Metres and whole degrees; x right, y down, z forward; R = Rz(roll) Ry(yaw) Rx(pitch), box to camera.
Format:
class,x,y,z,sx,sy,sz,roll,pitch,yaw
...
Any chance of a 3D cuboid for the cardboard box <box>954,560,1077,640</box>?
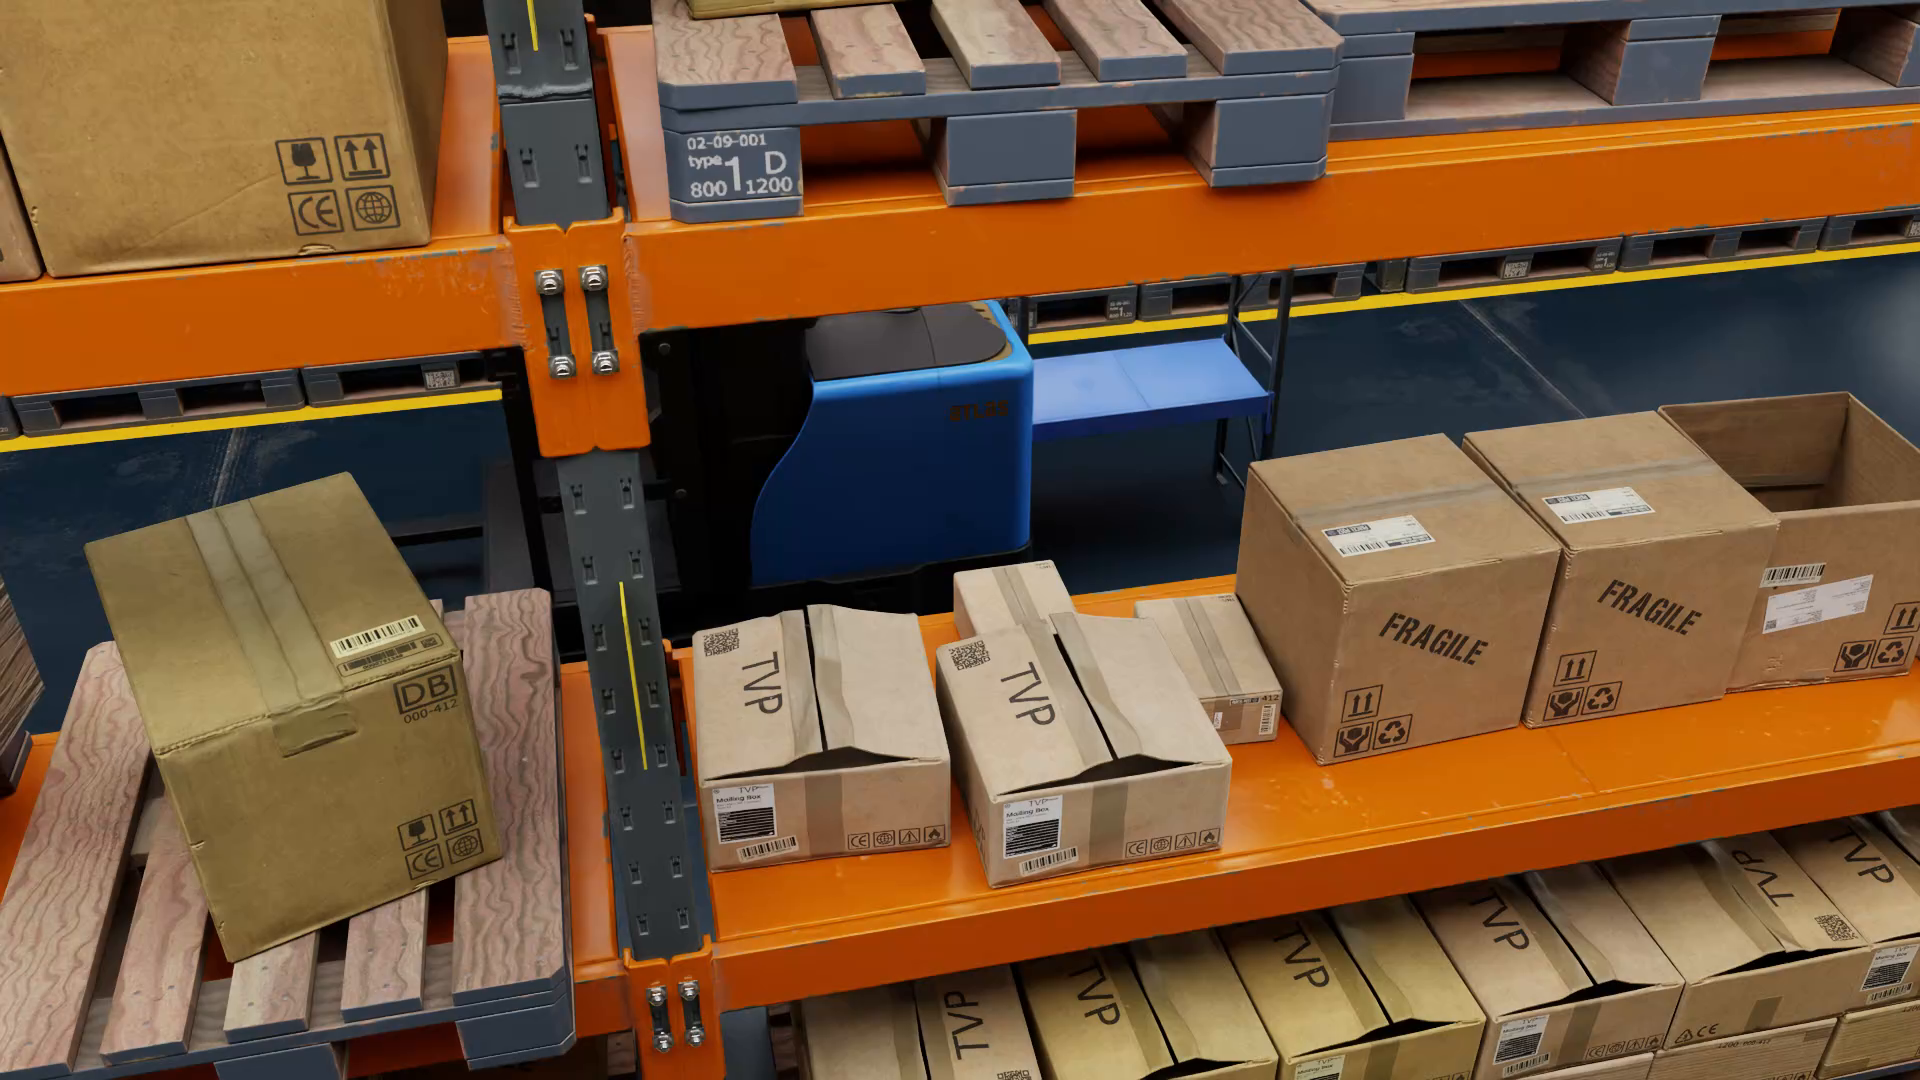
class,x,y,z,sx,sy,sz,roll,pitch,yaw
cardboard box,0.147,0.224,3.949,0.250,0.149,0.380,-7,35,-11

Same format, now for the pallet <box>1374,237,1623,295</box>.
class,x,y,z,sx,sy,sz,roll,pitch,yaw
pallet,2.807,-1.706,9.102,1.213,0.211,1.003,-7,35,-11

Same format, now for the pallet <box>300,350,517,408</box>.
class,x,y,z,sx,sy,sz,roll,pitch,yaw
pallet,-2.518,-1.034,8.102,1.213,0.211,1.003,-7,35,-11

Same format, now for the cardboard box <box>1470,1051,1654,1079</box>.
class,x,y,z,sx,sy,sz,roll,pitch,yaw
cardboard box,1.402,1.251,4.284,0.500,0.250,0.500,-6,34,-10

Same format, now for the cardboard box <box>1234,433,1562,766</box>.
class,x,y,z,sx,sy,sz,roll,pitch,yaw
cardboard box,0.964,0.124,3.783,0.500,0.500,0.500,-9,35,-13

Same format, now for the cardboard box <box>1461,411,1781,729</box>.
class,x,y,z,sx,sy,sz,roll,pitch,yaw
cardboard box,1.477,0.059,3.880,0.500,0.500,0.500,-7,35,-10

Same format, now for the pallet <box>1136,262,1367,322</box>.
class,x,y,z,sx,sy,sz,roll,pitch,yaw
pallet,1.386,-1.528,8.838,1.213,0.211,1.003,-7,35,-11

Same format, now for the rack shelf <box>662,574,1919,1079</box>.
class,x,y,z,sx,sy,sz,roll,pitch,yaw
rack shelf,1.281,0.434,4.057,4.000,0.370,1.077,-7,35,-11

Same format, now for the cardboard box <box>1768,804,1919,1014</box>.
class,x,y,z,sx,sy,sz,roll,pitch,yaw
cardboard box,2.394,0.897,4.310,0.500,0.311,0.500,-6,34,-9

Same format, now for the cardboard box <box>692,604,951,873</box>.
class,x,y,z,sx,sy,sz,roll,pitch,yaw
cardboard box,-0.305,0.397,3.547,0.500,0.311,0.500,-5,34,-8

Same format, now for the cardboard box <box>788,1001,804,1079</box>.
class,x,y,z,sx,sy,sz,roll,pitch,yaw
cardboard box,-0.210,1.151,4.434,0.500,0.250,0.500,-6,34,-9

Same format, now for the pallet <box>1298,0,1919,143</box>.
class,x,y,z,sx,sy,sz,roll,pitch,yaw
pallet,1.063,-1.057,3.111,1.213,0.211,1.003,-6,34,-8

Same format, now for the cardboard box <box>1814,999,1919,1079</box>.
class,x,y,z,sx,sy,sz,roll,pitch,yaw
cardboard box,2.398,1.126,4.471,0.500,0.250,0.500,-8,35,-11

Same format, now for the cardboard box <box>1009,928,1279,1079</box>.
class,x,y,z,sx,sy,sz,roll,pitch,yaw
cardboard box,0.417,1.141,3.945,0.500,0.311,0.500,-8,35,-12

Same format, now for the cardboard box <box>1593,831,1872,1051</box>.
class,x,y,z,sx,sy,sz,roll,pitch,yaw
cardboard box,1.907,0.957,4.220,0.500,0.311,0.500,-7,35,-11

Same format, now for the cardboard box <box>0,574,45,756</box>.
class,x,y,z,sx,sy,sz,roll,pitch,yaw
cardboard box,-2.193,0.312,3.126,0.500,0.500,0.700,-1,34,-2

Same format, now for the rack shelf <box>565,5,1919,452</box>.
class,x,y,z,sx,sy,sz,roll,pitch,yaw
rack shelf,1.281,-0.812,3.222,4.000,0.370,1.077,-7,35,-11

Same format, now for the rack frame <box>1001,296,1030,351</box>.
class,x,y,z,sx,sy,sz,roll,pitch,yaw
rack frame,0.175,-0.647,6.368,0.032,1.500,0.500,-8,35,-11

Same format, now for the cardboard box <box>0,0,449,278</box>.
class,x,y,z,sx,sy,sz,roll,pitch,yaw
cardboard box,-1.087,-0.834,2.520,0.500,0.500,0.910,-7,35,-11

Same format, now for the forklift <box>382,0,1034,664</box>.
class,x,y,z,sx,sy,sz,roll,pitch,yaw
forklift,-1.301,-1.011,5.626,3.031,2.935,1.130,-8,35,-11

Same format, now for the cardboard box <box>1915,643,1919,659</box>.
class,x,y,z,sx,sy,sz,roll,pitch,yaw
cardboard box,2.415,0.153,3.951,0.258,0.266,0.396,-8,35,-12

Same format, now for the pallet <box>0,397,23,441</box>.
class,x,y,z,sx,sy,sz,roll,pitch,yaw
pallet,-4.898,-0.734,7.655,1.213,0.211,1.003,-7,35,-11

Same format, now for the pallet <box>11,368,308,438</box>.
class,x,y,z,sx,sy,sz,roll,pitch,yaw
pallet,-3.706,-0.886,7.881,1.213,0.211,1.003,-7,35,-11

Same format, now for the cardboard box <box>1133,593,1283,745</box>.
class,x,y,z,sx,sy,sz,roll,pitch,yaw
cardboard box,0.562,0.298,3.840,0.250,0.149,0.380,-5,34,-7

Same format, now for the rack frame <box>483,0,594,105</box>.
class,x,y,z,sx,sy,sz,roll,pitch,yaw
rack frame,-0.669,-2.110,1.819,0.127,3.000,1.000,-7,35,-11

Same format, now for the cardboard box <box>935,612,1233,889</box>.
class,x,y,z,sx,sy,sz,roll,pitch,yaw
cardboard box,0.246,0.413,3.522,0.500,0.311,0.500,-8,35,-11

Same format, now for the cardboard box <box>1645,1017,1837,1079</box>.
class,x,y,z,sx,sy,sz,roll,pitch,yaw
cardboard box,1.899,1.189,4.377,0.500,0.250,0.500,-6,34,-9

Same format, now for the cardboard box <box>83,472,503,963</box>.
class,x,y,z,sx,sy,sz,roll,pitch,yaw
cardboard box,-1.259,0.304,3.139,0.500,0.500,0.700,-19,38,-26

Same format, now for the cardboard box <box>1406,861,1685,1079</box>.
class,x,y,z,sx,sy,sz,roll,pitch,yaw
cardboard box,1.416,1.016,4.131,0.500,0.311,0.500,-8,35,-11

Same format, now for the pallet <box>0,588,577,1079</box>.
class,x,y,z,sx,sy,sz,roll,pitch,yaw
pallet,-1.315,0.582,3.363,1.003,0.211,1.213,-7,35,-11

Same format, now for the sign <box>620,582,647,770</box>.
class,x,y,z,sx,sy,sz,roll,pitch,yaw
sign,-0.540,0.227,2.752,0.005,0.325,0.100,-7,35,-11

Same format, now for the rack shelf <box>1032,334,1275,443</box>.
class,x,y,z,sx,sy,sz,roll,pitch,yaw
rack shelf,0.669,-0.565,6.568,1.000,0.185,0.538,-8,35,-11

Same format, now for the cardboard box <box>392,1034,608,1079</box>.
class,x,y,z,sx,sy,sz,roll,pitch,yaw
cardboard box,-1.176,1.137,4.213,0.500,0.500,0.500,-6,34,-9

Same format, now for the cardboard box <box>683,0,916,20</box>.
class,x,y,z,sx,sy,sz,roll,pitch,yaw
cardboard box,-0.239,-1.063,2.708,0.500,0.250,0.500,-10,35,-14

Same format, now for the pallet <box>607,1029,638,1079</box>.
class,x,y,z,sx,sy,sz,roll,pitch,yaw
pallet,-1.406,1.610,4.162,1.213,0.211,1.003,-7,35,-11

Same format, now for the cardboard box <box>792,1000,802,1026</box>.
class,x,y,z,sx,sy,sz,roll,pitch,yaw
cardboard box,-0.213,0.917,4.279,0.500,0.311,0.500,-6,34,-9

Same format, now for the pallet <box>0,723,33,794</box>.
class,x,y,z,sx,sy,sz,roll,pitch,yaw
pallet,-2.565,0.702,3.184,1.213,0.211,1.003,-7,35,-11

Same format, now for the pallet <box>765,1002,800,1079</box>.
class,x,y,z,sx,sy,sz,roll,pitch,yaw
pallet,0.142,1.459,4.387,1.213,0.211,1.003,-7,35,-11

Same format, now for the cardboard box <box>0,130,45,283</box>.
class,x,y,z,sx,sy,sz,roll,pitch,yaw
cardboard box,-1.585,-0.772,2.426,0.500,0.500,0.910,-7,35,-11

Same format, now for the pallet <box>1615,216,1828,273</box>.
class,x,y,z,sx,sy,sz,roll,pitch,yaw
pallet,4.000,-1.857,9.328,1.213,0.211,1.003,-7,35,-11

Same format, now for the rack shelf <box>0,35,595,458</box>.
class,x,y,z,sx,sy,sz,roll,pitch,yaw
rack shelf,-2.620,-0.320,2.489,4.000,0.370,1.077,-7,35,-11

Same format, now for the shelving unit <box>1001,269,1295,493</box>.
class,x,y,z,sx,sy,sz,roll,pitch,yaw
shelving unit,0.669,-0.714,6.468,1.048,1.500,0.538,-8,35,-11

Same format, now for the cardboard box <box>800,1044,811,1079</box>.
class,x,y,z,sx,sy,sz,roll,pitch,yaw
cardboard box,-0.094,1.443,3.998,0.500,0.250,0.500,-7,35,-11

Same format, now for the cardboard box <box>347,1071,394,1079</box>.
class,x,y,z,sx,sy,sz,roll,pitch,yaw
cardboard box,-1.530,1.479,3.703,0.500,0.500,0.500,-6,34,-9

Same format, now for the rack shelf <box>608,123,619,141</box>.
class,x,y,z,sx,sy,sz,roll,pitch,yaw
rack shelf,0.192,-2.259,8.070,4.000,0.370,1.077,-7,35,-11

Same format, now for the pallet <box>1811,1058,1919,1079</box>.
class,x,y,z,sx,sy,sz,roll,pitch,yaw
pallet,2.522,1.159,4.834,1.213,0.211,1.003,-7,35,-11

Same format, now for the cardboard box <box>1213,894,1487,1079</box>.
class,x,y,z,sx,sy,sz,roll,pitch,yaw
cardboard box,0.915,1.080,4.036,0.500,0.311,0.500,-8,35,-12

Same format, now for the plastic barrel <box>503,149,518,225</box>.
class,x,y,z,sx,sy,sz,roll,pitch,yaw
plastic barrel,-2.232,-1.516,7.887,0.708,0.830,0.600,-7,35,-11

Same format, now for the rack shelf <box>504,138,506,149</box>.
class,x,y,z,sx,sy,sz,roll,pitch,yaw
rack shelf,-3.709,-1.767,7.337,4.000,0.370,1.077,-7,35,-11

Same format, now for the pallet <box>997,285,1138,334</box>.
class,x,y,z,sx,sy,sz,roll,pitch,yaw
pallet,0.193,-1.376,8.611,1.213,0.211,1.003,-7,35,-11

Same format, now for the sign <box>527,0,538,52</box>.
class,x,y,z,sx,sy,sz,roll,pitch,yaw
sign,-0.552,-0.784,2.071,0.005,0.325,0.100,-7,35,-11

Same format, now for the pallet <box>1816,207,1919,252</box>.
class,x,y,z,sx,sy,sz,roll,pitch,yaw
pallet,5.187,-2.005,9.549,1.213,0.211,1.003,-7,35,-11

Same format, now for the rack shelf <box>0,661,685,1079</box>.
class,x,y,z,sx,sy,sz,roll,pitch,yaw
rack shelf,-2.620,0.925,3.325,4.000,0.370,1.077,-7,35,-11

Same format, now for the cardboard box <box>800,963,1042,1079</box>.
class,x,y,z,sx,sy,sz,roll,pitch,yaw
cardboard box,-0.094,1.211,3.842,0.500,0.311,0.500,-6,34,-9

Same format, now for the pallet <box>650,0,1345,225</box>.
class,x,y,z,sx,sy,sz,roll,pitch,yaw
pallet,-0.027,-0.918,2.904,1.003,0.211,1.213,-6,34,-8

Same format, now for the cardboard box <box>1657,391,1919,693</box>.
class,x,y,z,sx,sy,sz,roll,pitch,yaw
cardboard box,1.966,-0.002,3.972,0.500,0.500,0.500,-5,34,-7

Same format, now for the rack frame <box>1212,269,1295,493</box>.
class,x,y,z,sx,sy,sz,roll,pitch,yaw
rack frame,1.163,-0.781,6.568,0.032,1.500,0.500,-8,35,-11

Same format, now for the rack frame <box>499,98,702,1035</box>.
class,x,y,z,sx,sy,sz,roll,pitch,yaw
rack frame,-0.669,0.381,3.491,0.127,3.000,1.000,-7,35,-11

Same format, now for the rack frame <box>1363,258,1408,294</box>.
class,x,y,z,sx,sy,sz,roll,pitch,yaw
rack frame,2.143,-2.804,8.236,0.127,3.000,1.000,-7,35,-11
